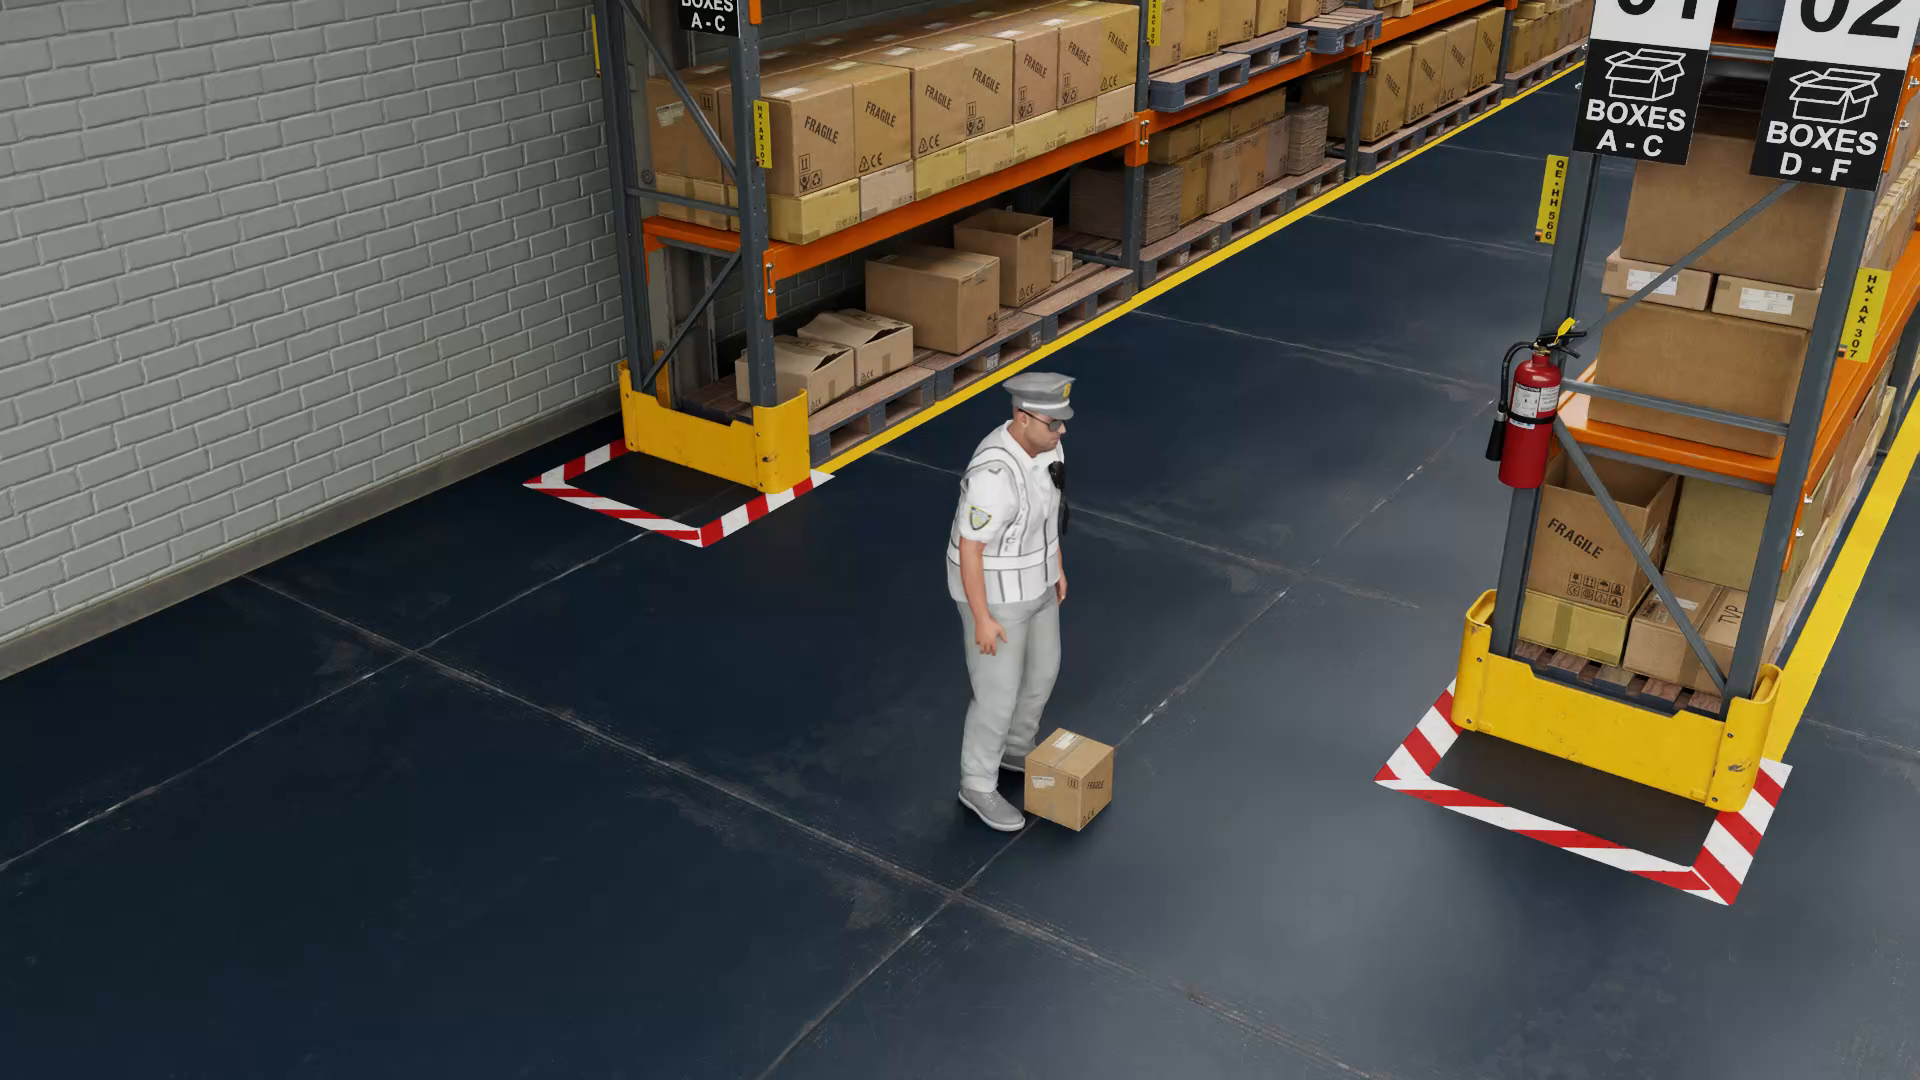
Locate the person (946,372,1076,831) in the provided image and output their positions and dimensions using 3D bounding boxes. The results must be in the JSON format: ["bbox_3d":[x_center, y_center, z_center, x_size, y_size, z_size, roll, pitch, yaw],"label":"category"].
[{"bbox_3d":[0.195,0.188,6.235,0.435,1.748,0.590,17,31,30],"label":"person"}]
